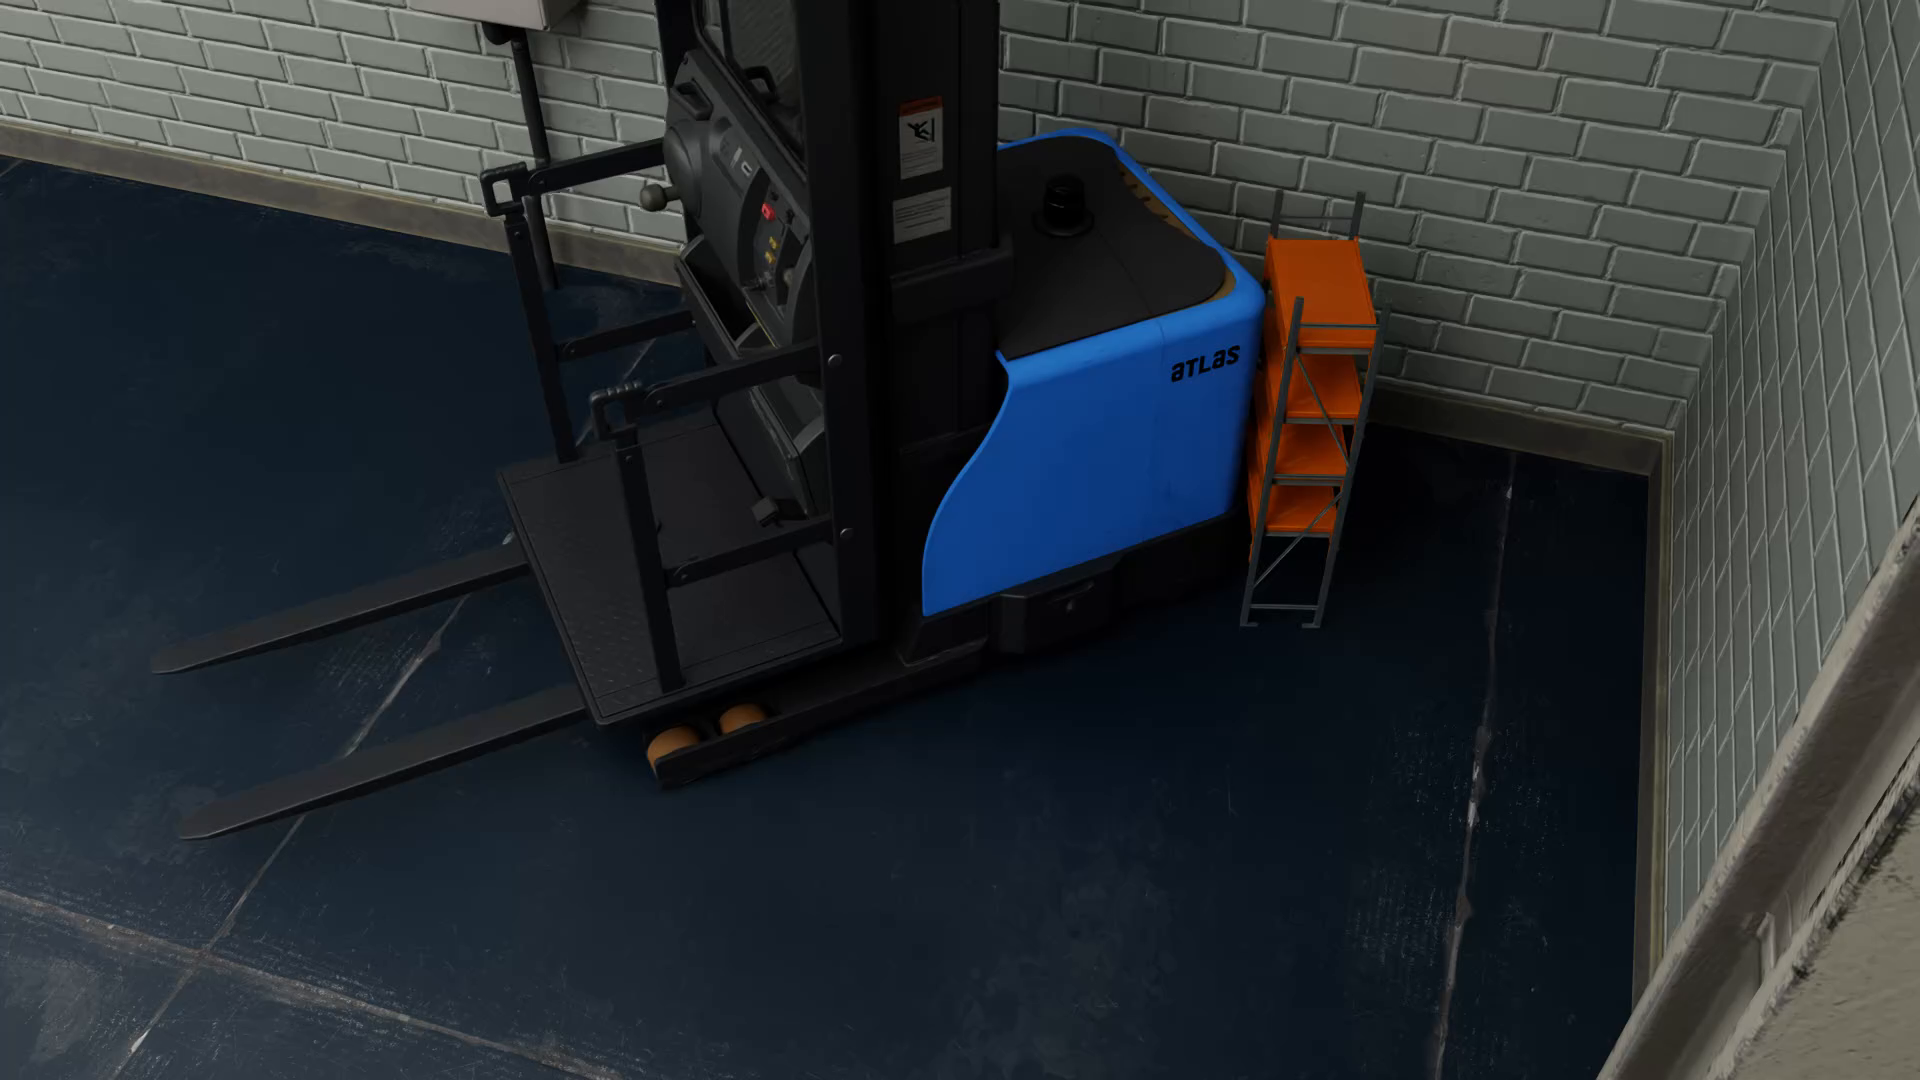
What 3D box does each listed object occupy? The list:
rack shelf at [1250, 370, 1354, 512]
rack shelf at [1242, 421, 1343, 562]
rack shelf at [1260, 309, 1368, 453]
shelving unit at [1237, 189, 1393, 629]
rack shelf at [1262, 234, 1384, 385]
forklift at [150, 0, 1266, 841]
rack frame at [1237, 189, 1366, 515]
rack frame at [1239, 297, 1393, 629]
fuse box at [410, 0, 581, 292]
[{"bbox_3d":[0.967,-0.294,4.789,0.258,0.148,0.480,1,44,1],"label":"rack shelf"},{"bbox_3d":[0.967,-0.152,4.928,0.258,0.148,0.480,1,44,1],"label":"rack shelf"},{"bbox_3d":[0.967,-0.454,4.632,0.258,0.148,0.480,1,44,1],"label":"rack shelf"},{"bbox_3d":[0.967,-0.342,4.742,0.258,1.200,0.503,1,44,1],"label":"shelving unit"},{"bbox_3d":[0.967,-0.623,4.467,0.258,0.148,0.480,1,44,1],"label":"rack shelf"},{"bbox_3d":[-0.726,-0.800,3.972,3.031,2.935,1.130,-18,47,-18],"label":"forklift"},{"bbox_3d":[0.976,-0.513,4.916,0.240,1.200,0.015,1,44,1],"label":"rack frame"},{"bbox_3d":[0.958,-0.171,4.567,0.240,1.200,0.015,1,44,1],"label":"rack frame"},{"bbox_3d":[-1.511,-1.529,5.589,0.539,1.711,0.414,13,46,13],"label":"fuse box"}]
